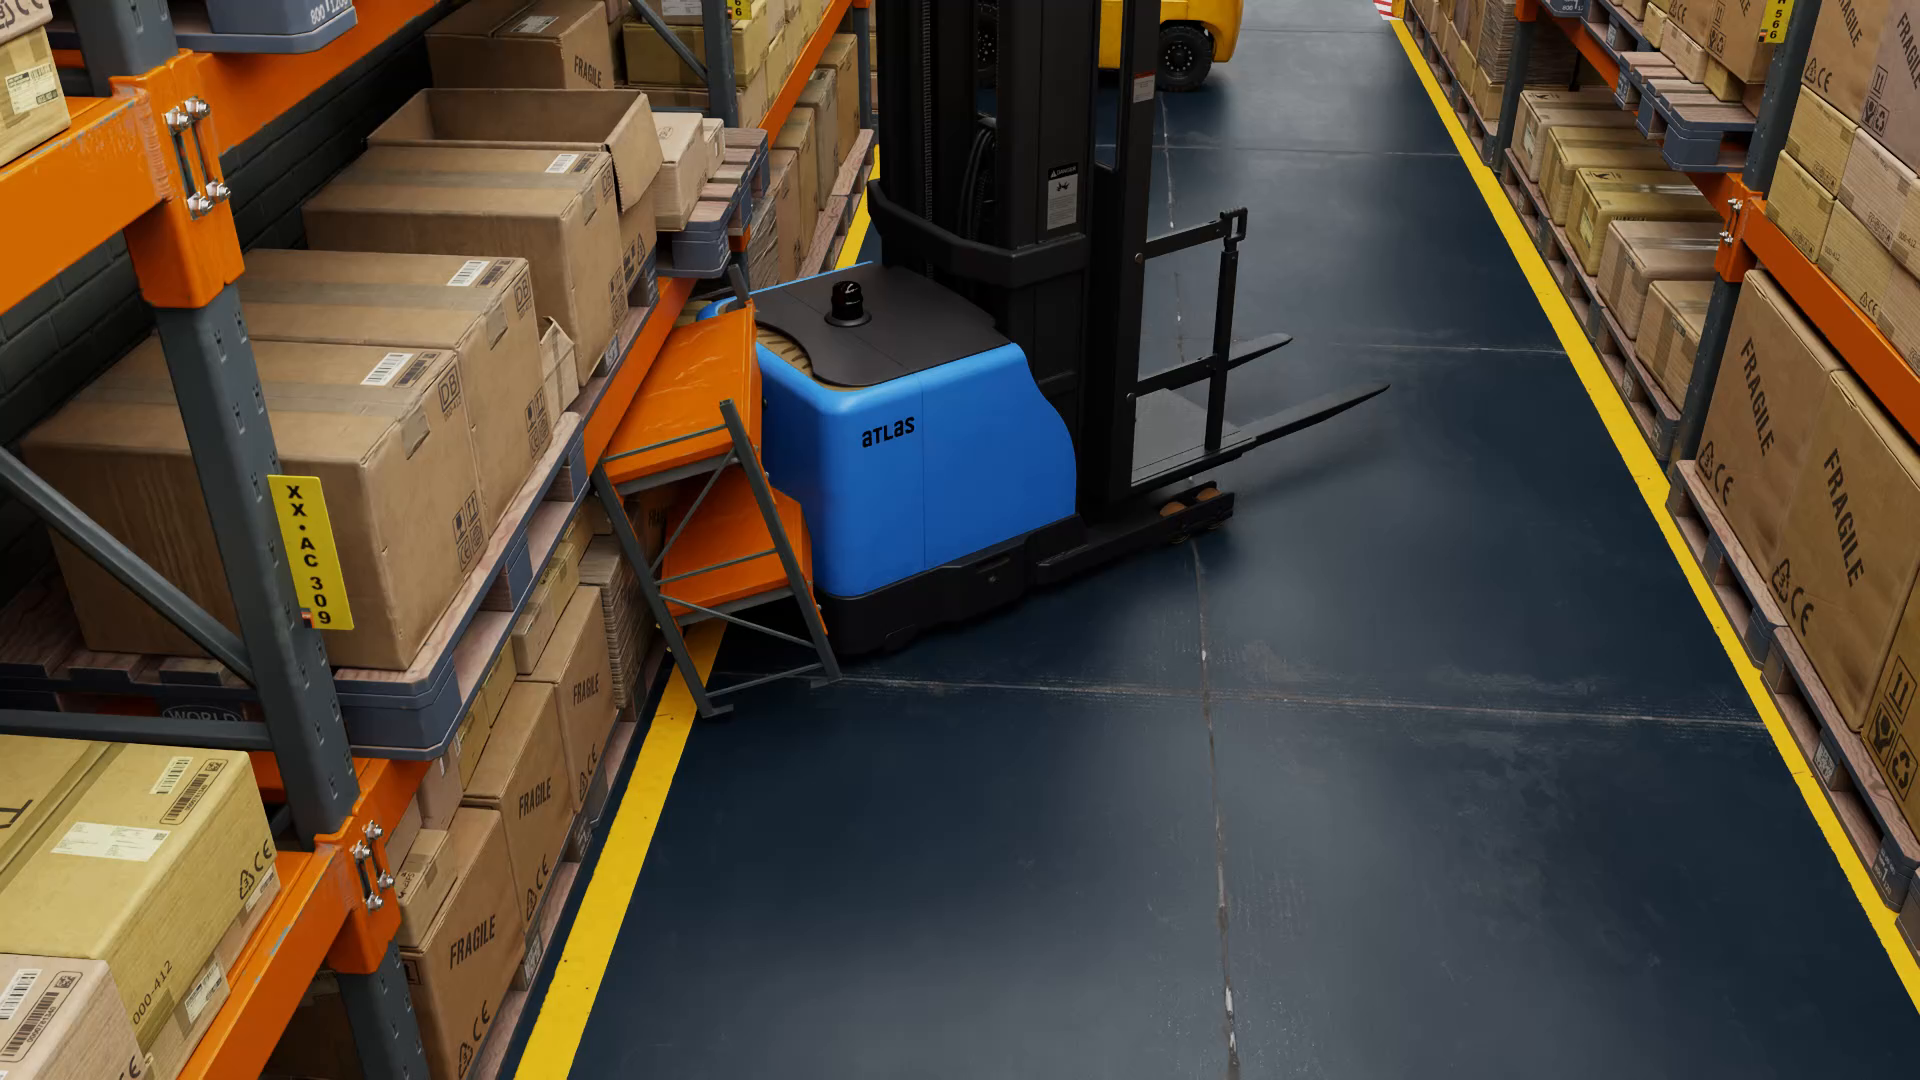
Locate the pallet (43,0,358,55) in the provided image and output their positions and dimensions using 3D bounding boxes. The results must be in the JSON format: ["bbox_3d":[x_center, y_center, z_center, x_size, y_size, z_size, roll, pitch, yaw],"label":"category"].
[{"bbox_3d":[-1.600,-1.159,3.092,1.213,0.211,1.003,2,32,4],"label":"pallet"}]

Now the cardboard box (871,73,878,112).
[{"bbox_3d":[-0.702,-3.054,11.068,0.500,0.250,0.500,3,32,4],"label":"cardboard box"}]

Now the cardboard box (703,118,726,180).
[{"bbox_3d":[-1.068,-1.428,6.047,0.380,0.149,0.250,3,32,5],"label":"cardboard box"}]

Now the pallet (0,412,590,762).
[{"bbox_3d":[-1.549,0.044,4.002,1.003,0.211,1.213,2,32,4],"label":"pallet"}]

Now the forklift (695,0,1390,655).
[{"bbox_3d":[0.508,-1.438,6.290,3.031,2.935,1.130,-21,37,-30],"label":"forklift"}]

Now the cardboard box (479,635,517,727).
[{"bbox_3d":[-1.465,0.382,4.635,0.380,0.149,0.250,2,32,3],"label":"cardboard box"}]

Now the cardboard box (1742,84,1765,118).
[{"bbox_3d":[3.342,-1.759,6.584,0.380,0.149,0.250,4,32,6],"label":"cardboard box"}]

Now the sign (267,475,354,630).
[{"bbox_3d":[-1.182,0.026,3.023,0.100,0.325,0.005,2,32,4],"label":"sign"}]

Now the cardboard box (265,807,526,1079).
[{"bbox_3d":[-1.459,1.018,4.222,0.500,0.500,0.500,4,32,6],"label":"cardboard box"}]

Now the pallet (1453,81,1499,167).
[{"bbox_3d":[3.895,-2.763,11.032,1.003,0.211,1.213,2,32,4],"label":"pallet"}]

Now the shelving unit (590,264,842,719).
[{"bbox_3d":[-0.836,-0.186,5.805,0.538,1.125,1.048,-16,33,4],"label":"shelving unit"}]

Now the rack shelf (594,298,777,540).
[{"bbox_3d":[-0.911,-0.419,5.645,0.538,0.278,1.000,-16,33,4],"label":"rack shelf"}]

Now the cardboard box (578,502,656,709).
[{"bbox_3d":[-1.332,0.207,5.537,0.500,0.500,0.500,1,32,2],"label":"cardboard box"}]

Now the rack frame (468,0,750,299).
[{"bbox_3d":[-1.397,-1.716,6.675,1.000,3.000,0.127,2,32,4],"label":"rack frame"}]

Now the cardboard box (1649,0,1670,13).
[{"bbox_3d":[3.381,-2.638,7.392,0.500,0.500,0.500,0,32,1],"label":"cardboard box"}]

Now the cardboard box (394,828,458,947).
[{"bbox_3d":[-1.429,0.809,3.942,0.380,0.149,0.250,4,32,6],"label":"cardboard box"}]

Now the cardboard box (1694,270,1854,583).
[{"bbox_3d":[3.411,-0.422,6.201,0.875,0.875,0.875,2,32,4],"label":"cardboard box"}]

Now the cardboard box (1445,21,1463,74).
[{"bbox_3d":[3.736,-3.471,11.743,0.500,0.250,0.500,3,32,5],"label":"cardboard box"}]

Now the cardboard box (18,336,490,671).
[{"bbox_3d":[-1.461,-0.089,3.540,0.700,0.500,0.500,3,32,5],"label":"cardboard box"}]

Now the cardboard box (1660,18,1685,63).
[{"bbox_3d":[3.296,-2.167,7.247,0.380,0.149,0.250,1,32,2],"label":"cardboard box"}]

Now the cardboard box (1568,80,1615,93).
[{"bbox_3d":[4.193,-2.902,10.821,0.500,0.250,0.500,1,32,2],"label":"cardboard box"}]

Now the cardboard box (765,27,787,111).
[{"bbox_3d":[-1.072,-2.136,7.500,0.500,0.250,0.500,2,32,3],"label":"cardboard box"}]

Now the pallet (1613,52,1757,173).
[{"bbox_3d":[3.502,-1.801,6.997,1.213,0.211,1.003,2,32,4],"label":"pallet"}]

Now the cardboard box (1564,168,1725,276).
[{"bbox_3d":[3.726,-1.643,8.662,0.950,0.372,0.625,3,32,6],"label":"cardboard box"}]

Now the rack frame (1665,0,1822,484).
[{"bbox_3d":[3.550,-1.506,6.334,1.000,3.000,0.127,2,32,4],"label":"rack frame"}]

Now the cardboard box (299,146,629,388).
[{"bbox_3d":[-1.355,-0.770,4.645,0.700,0.500,0.500,2,32,4],"label":"cardboard box"}]

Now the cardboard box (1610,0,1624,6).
[{"bbox_3d":[3.382,-2.713,8.133,0.380,0.149,0.250,4,32,6],"label":"cardboard box"}]

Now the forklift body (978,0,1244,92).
[{"bbox_3d":[0.918,-4.468,11.950,2.313,2.155,1.214,2,32,4],"label":"forklift body"}]

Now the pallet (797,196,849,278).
[{"bbox_3d":[-1.189,-1.594,9.135,1.003,0.211,1.213,2,32,4],"label":"pallet"}]

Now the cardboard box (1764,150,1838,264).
[{"bbox_3d":[3.260,-1.197,5.976,0.500,0.250,0.500,2,32,3],"label":"cardboard box"}]

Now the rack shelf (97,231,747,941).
[{"bbox_3d":[-1.560,-0.364,5.167,1.077,0.370,4.000,2,32,4],"label":"rack shelf"}]

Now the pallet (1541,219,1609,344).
[{"bbox_3d":[3.717,-1.363,8.761,1.003,0.211,1.213,2,32,4],"label":"pallet"}]

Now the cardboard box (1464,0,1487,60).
[{"bbox_3d":[3.696,-3.512,11.095,0.500,0.500,0.500,3,32,5],"label":"cardboard box"}]

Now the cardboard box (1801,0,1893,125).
[{"bbox_3d":[3.266,-1.726,5.644,0.500,0.500,0.500,1,32,2],"label":"cardboard box"}]

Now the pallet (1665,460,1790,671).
[{"bbox_3d":[3.411,0.090,6.402,1.003,0.211,1.213,2,32,4],"label":"pallet"}]

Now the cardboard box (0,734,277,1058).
[{"bbox_3d":[-1.521,0.590,2.793,0.500,0.250,0.500,3,32,5],"label":"cardboard box"}]

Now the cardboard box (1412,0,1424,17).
[{"bbox_3d":[3.860,-4.287,13.068,0.500,0.250,0.500,2,32,4],"label":"cardboard box"}]

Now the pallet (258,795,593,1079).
[{"bbox_3d":[-1.694,1.136,4.705,1.003,0.211,1.213,2,32,4],"label":"pallet"}]

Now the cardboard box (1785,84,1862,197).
[{"bbox_3d":[3.263,-1.400,5.830,0.500,0.250,0.500,2,32,4],"label":"cardboard box"}]

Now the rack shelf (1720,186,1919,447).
[{"bbox_3d":[3.387,-0.154,4.826,1.077,0.370,4.000,2,32,4],"label":"rack shelf"}]

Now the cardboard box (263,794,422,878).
[{"bbox_3d":[-1.489,0.680,3.869,0.380,0.149,0.250,2,32,3],"label":"cardboard box"}]

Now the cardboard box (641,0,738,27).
[{"bbox_3d":[-1.078,-2.189,6.729,0.380,0.149,0.250,3,32,5],"label":"cardboard box"}]

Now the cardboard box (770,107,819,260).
[{"bbox_3d":[-1.233,-1.903,8.842,0.875,0.625,0.625,1,32,2],"label":"cardboard box"}]

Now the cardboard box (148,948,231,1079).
[{"bbox_3d":[-1.497,0.797,2.836,0.380,0.149,0.250,3,32,5],"label":"cardboard box"}]

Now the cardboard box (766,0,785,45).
[{"bbox_3d":[-1.076,-2.348,7.368,0.500,0.250,0.500,3,32,6],"label":"cardboard box"}]

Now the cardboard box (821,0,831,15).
[{"bbox_3d":[-0.958,-2.947,8.816,0.500,0.250,0.500,3,32,4],"label":"cardboard box"}]

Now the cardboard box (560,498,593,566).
[{"bbox_3d":[-1.392,-0.019,5.286,0.380,0.149,0.250,3,32,4],"label":"cardboard box"}]
